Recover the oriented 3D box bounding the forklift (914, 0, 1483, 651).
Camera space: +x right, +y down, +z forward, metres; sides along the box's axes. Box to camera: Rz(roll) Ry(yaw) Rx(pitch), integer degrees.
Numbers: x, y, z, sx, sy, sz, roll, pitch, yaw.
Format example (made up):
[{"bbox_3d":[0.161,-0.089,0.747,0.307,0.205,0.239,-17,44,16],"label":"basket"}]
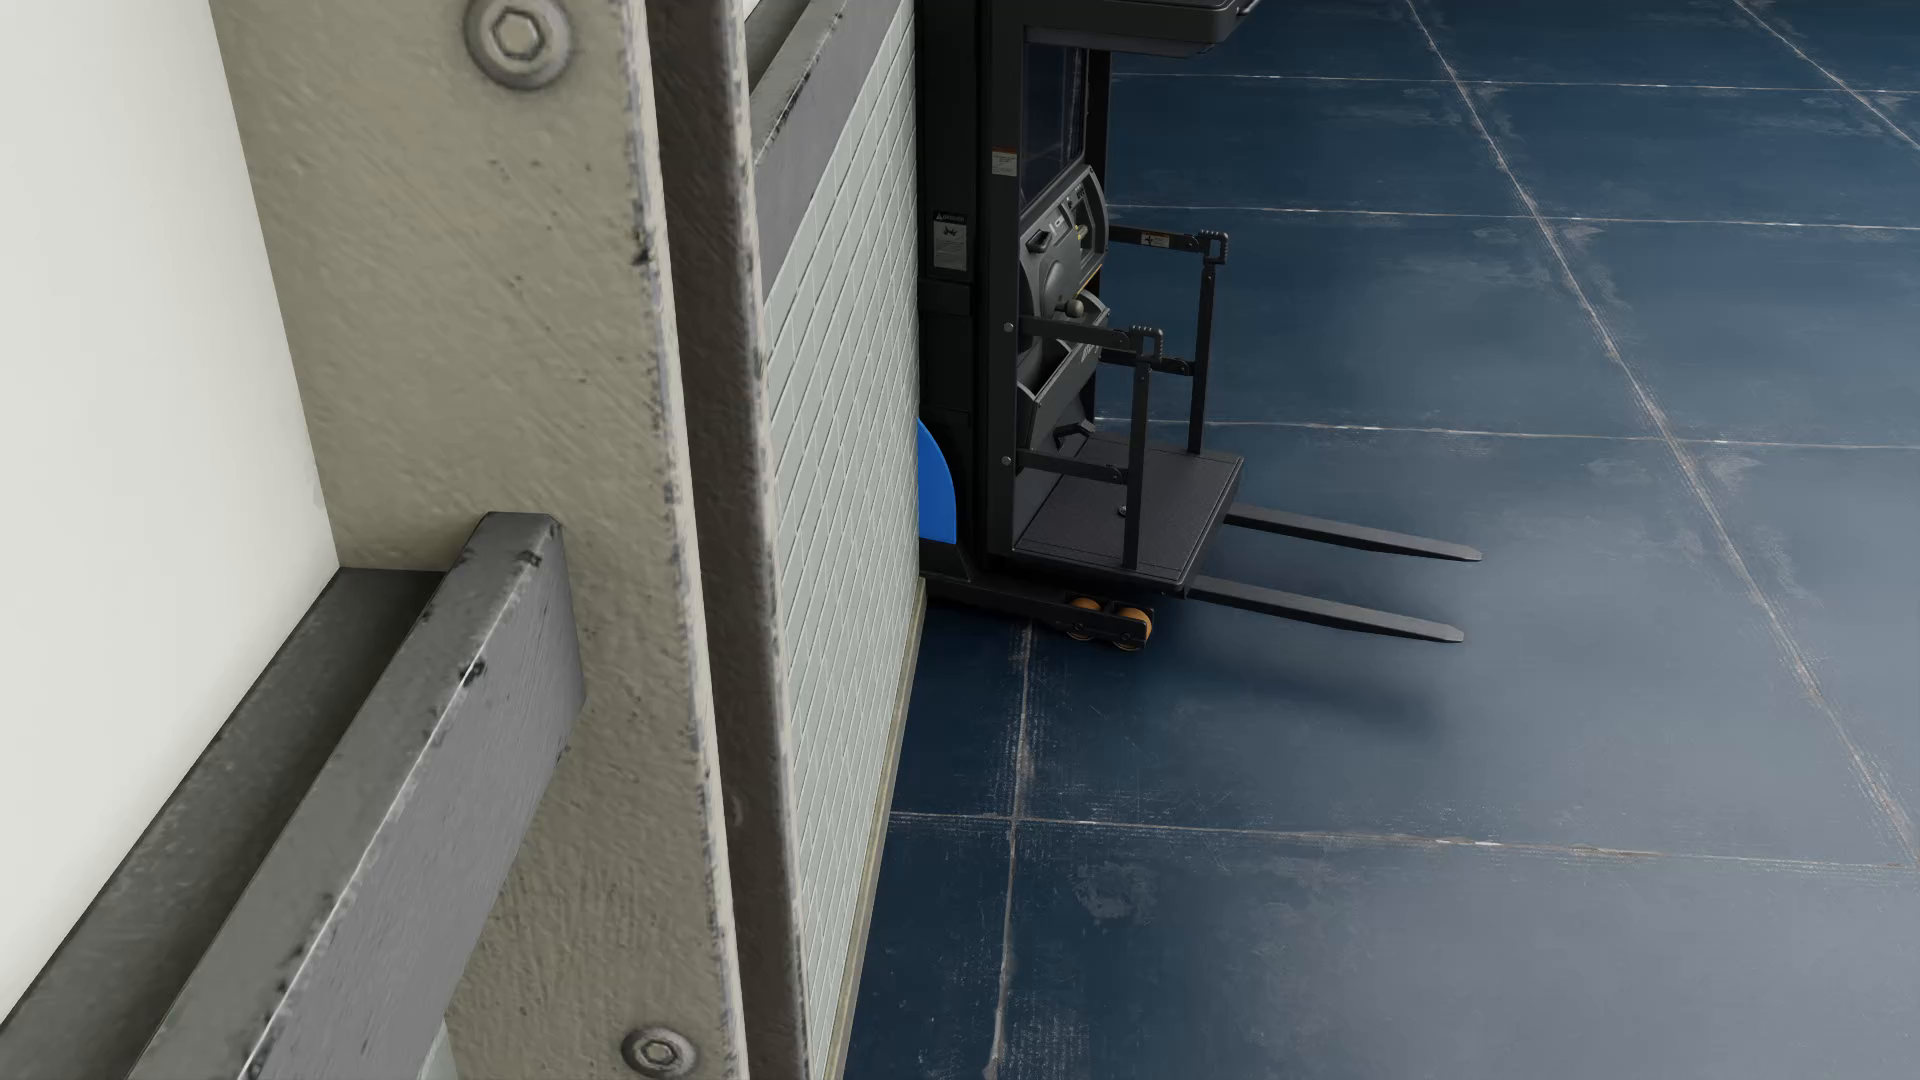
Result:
[{"bbox_3d":[0.587,-1.128,6.287,3.031,2.935,1.130,11,33,18],"label":"forklift"}]
